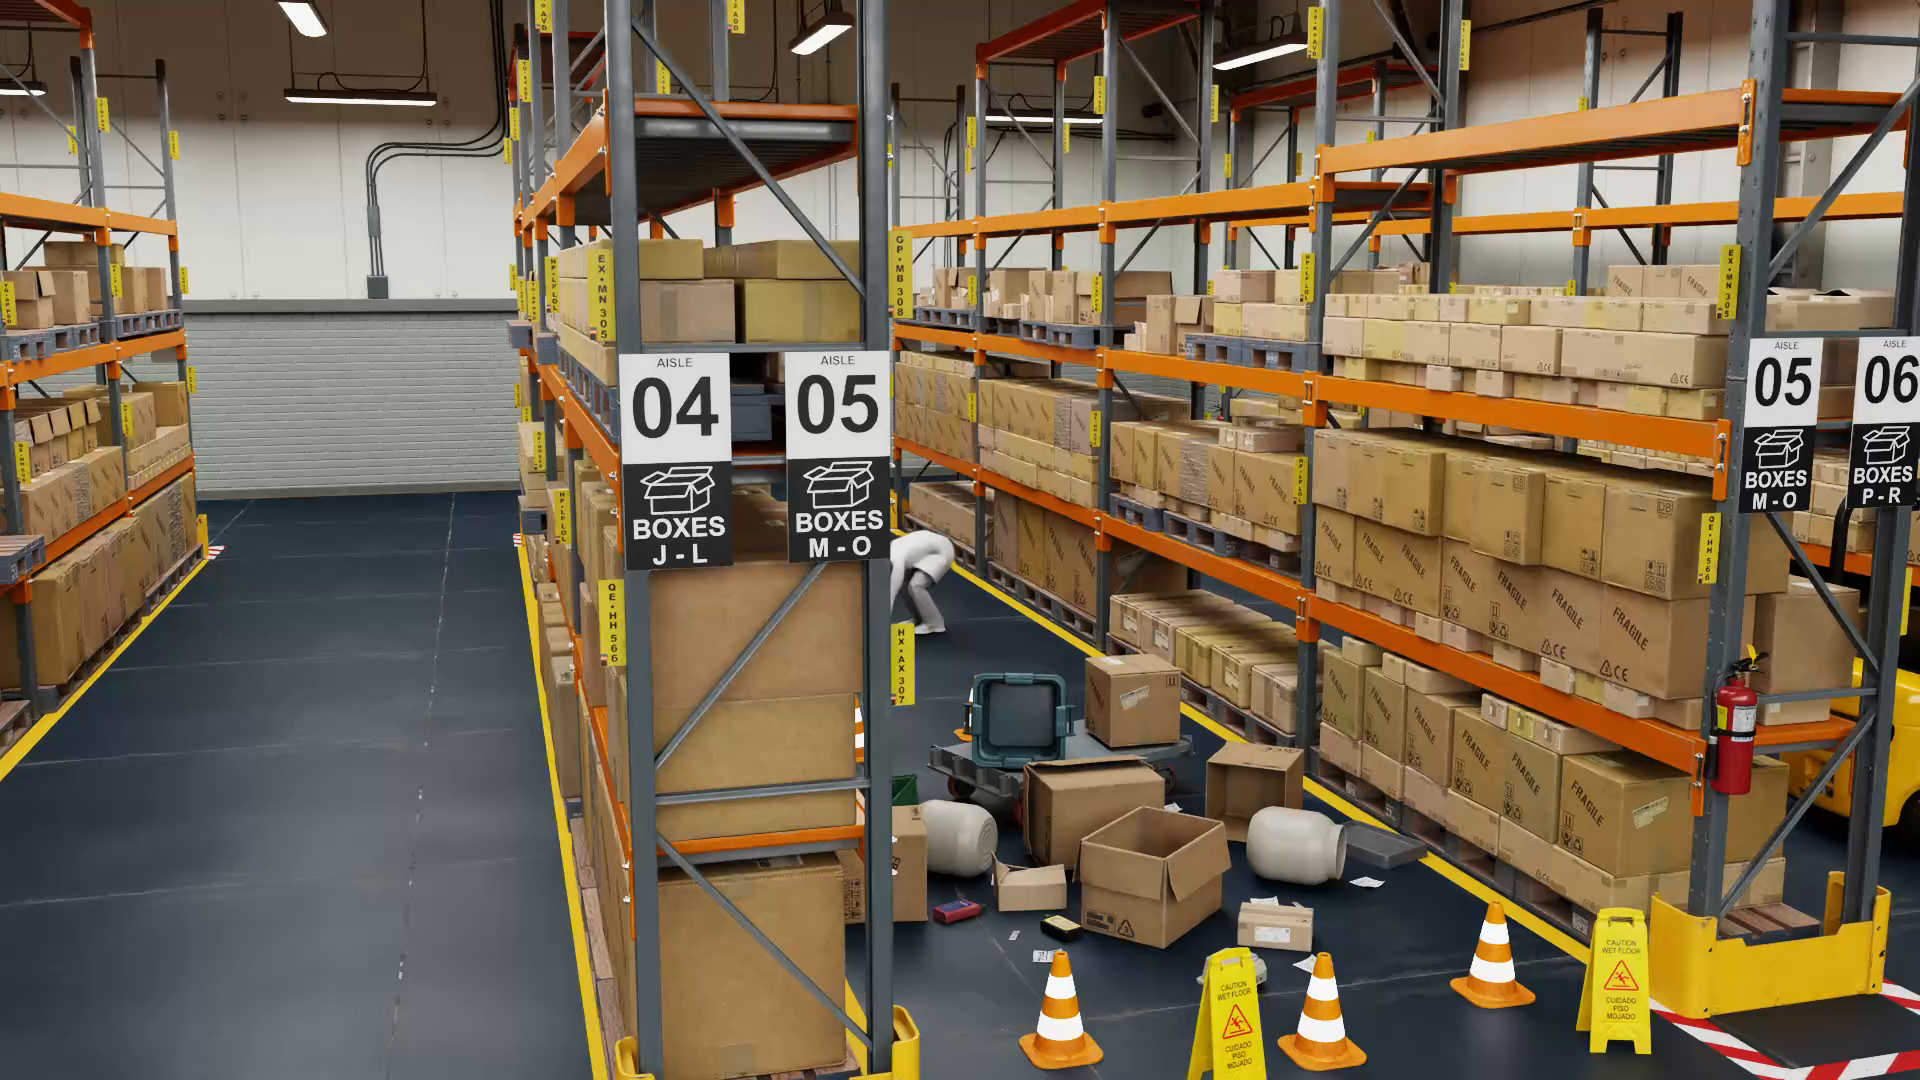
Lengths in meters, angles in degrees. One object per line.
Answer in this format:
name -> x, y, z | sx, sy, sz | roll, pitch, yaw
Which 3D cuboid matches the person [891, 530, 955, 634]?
person -> -0.511, 0.413, 16.305 | 0.943, 0.994, 0.588 | -3, 10, -19
